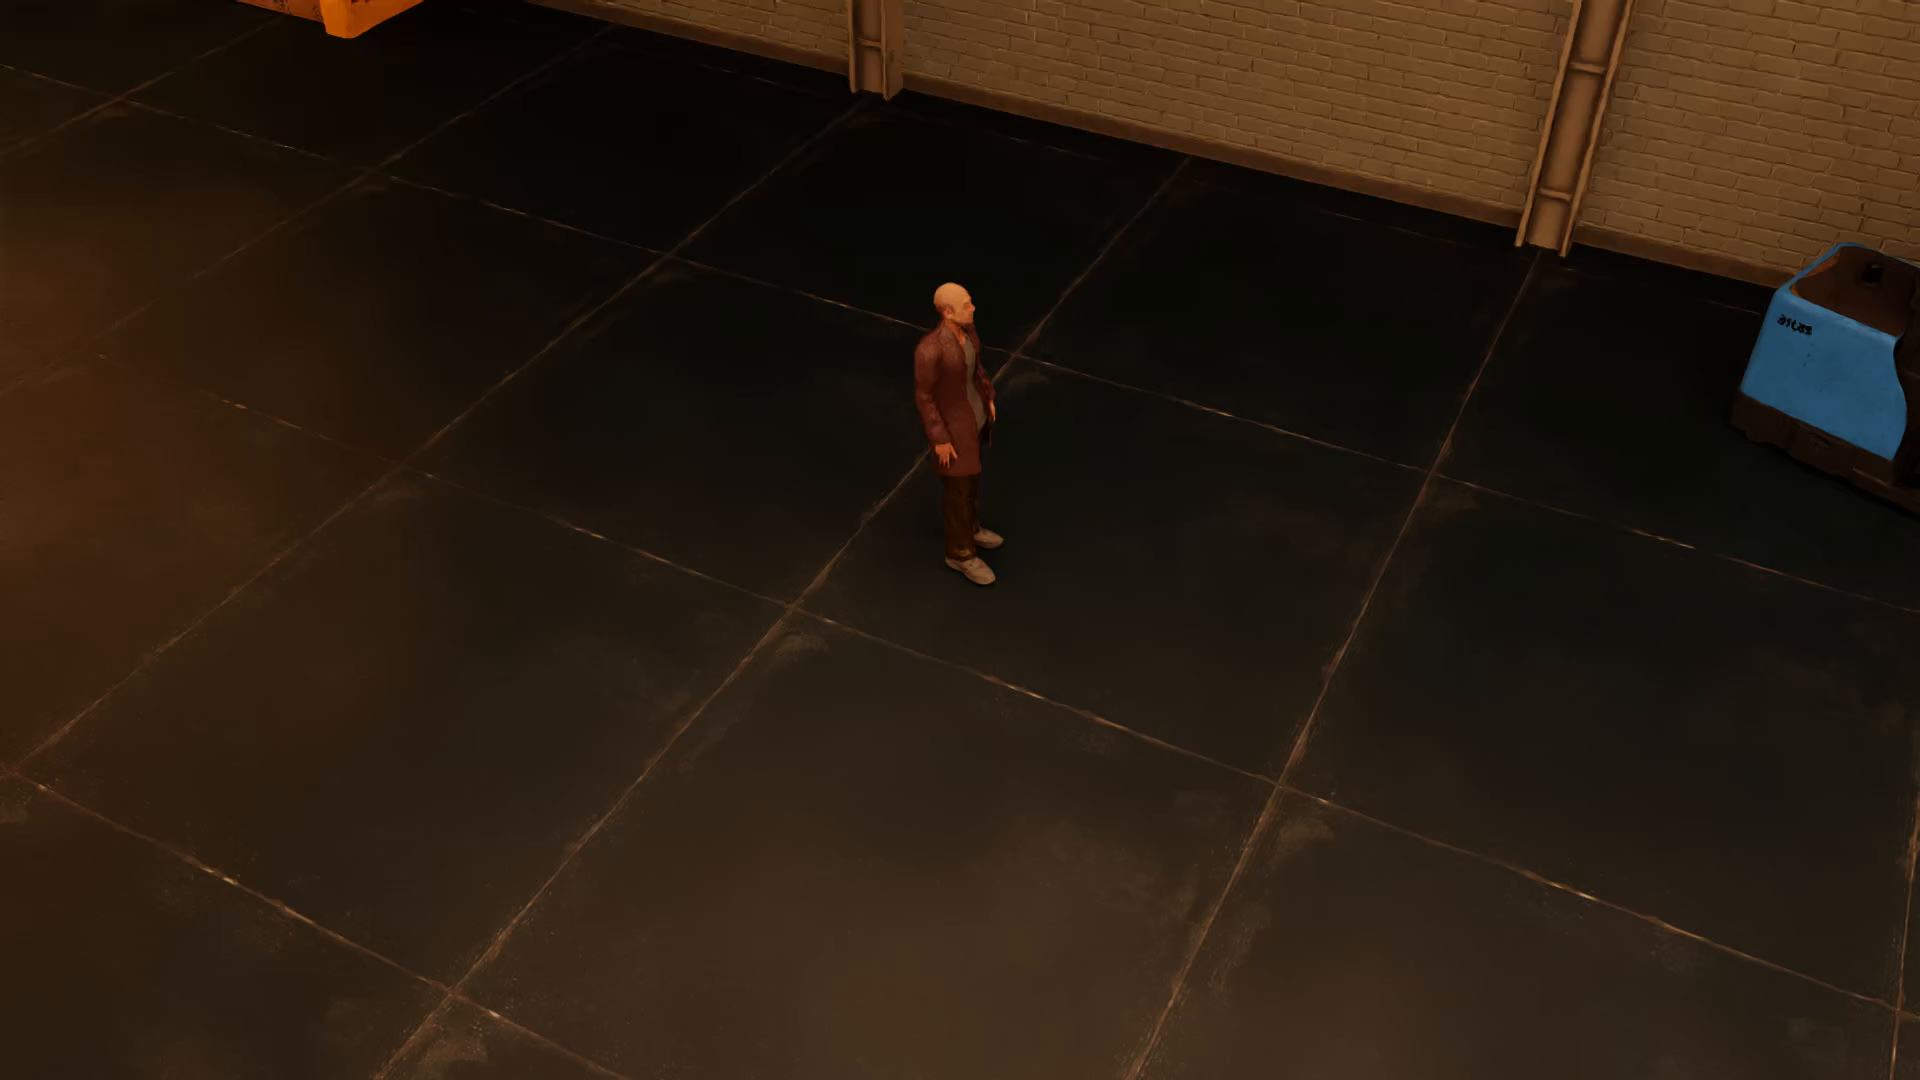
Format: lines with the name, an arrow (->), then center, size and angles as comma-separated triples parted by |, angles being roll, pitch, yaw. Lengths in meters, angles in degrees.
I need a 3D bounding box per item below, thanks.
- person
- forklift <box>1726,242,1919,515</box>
person -> 0.079, -0.656, 9.649 | 0.580, 1.776, 0.694 | 18, 43, 21
forklift -> 6.488, -1.380, 9.626 | 1.130, 2.935, 3.031 | -31, 49, -31
